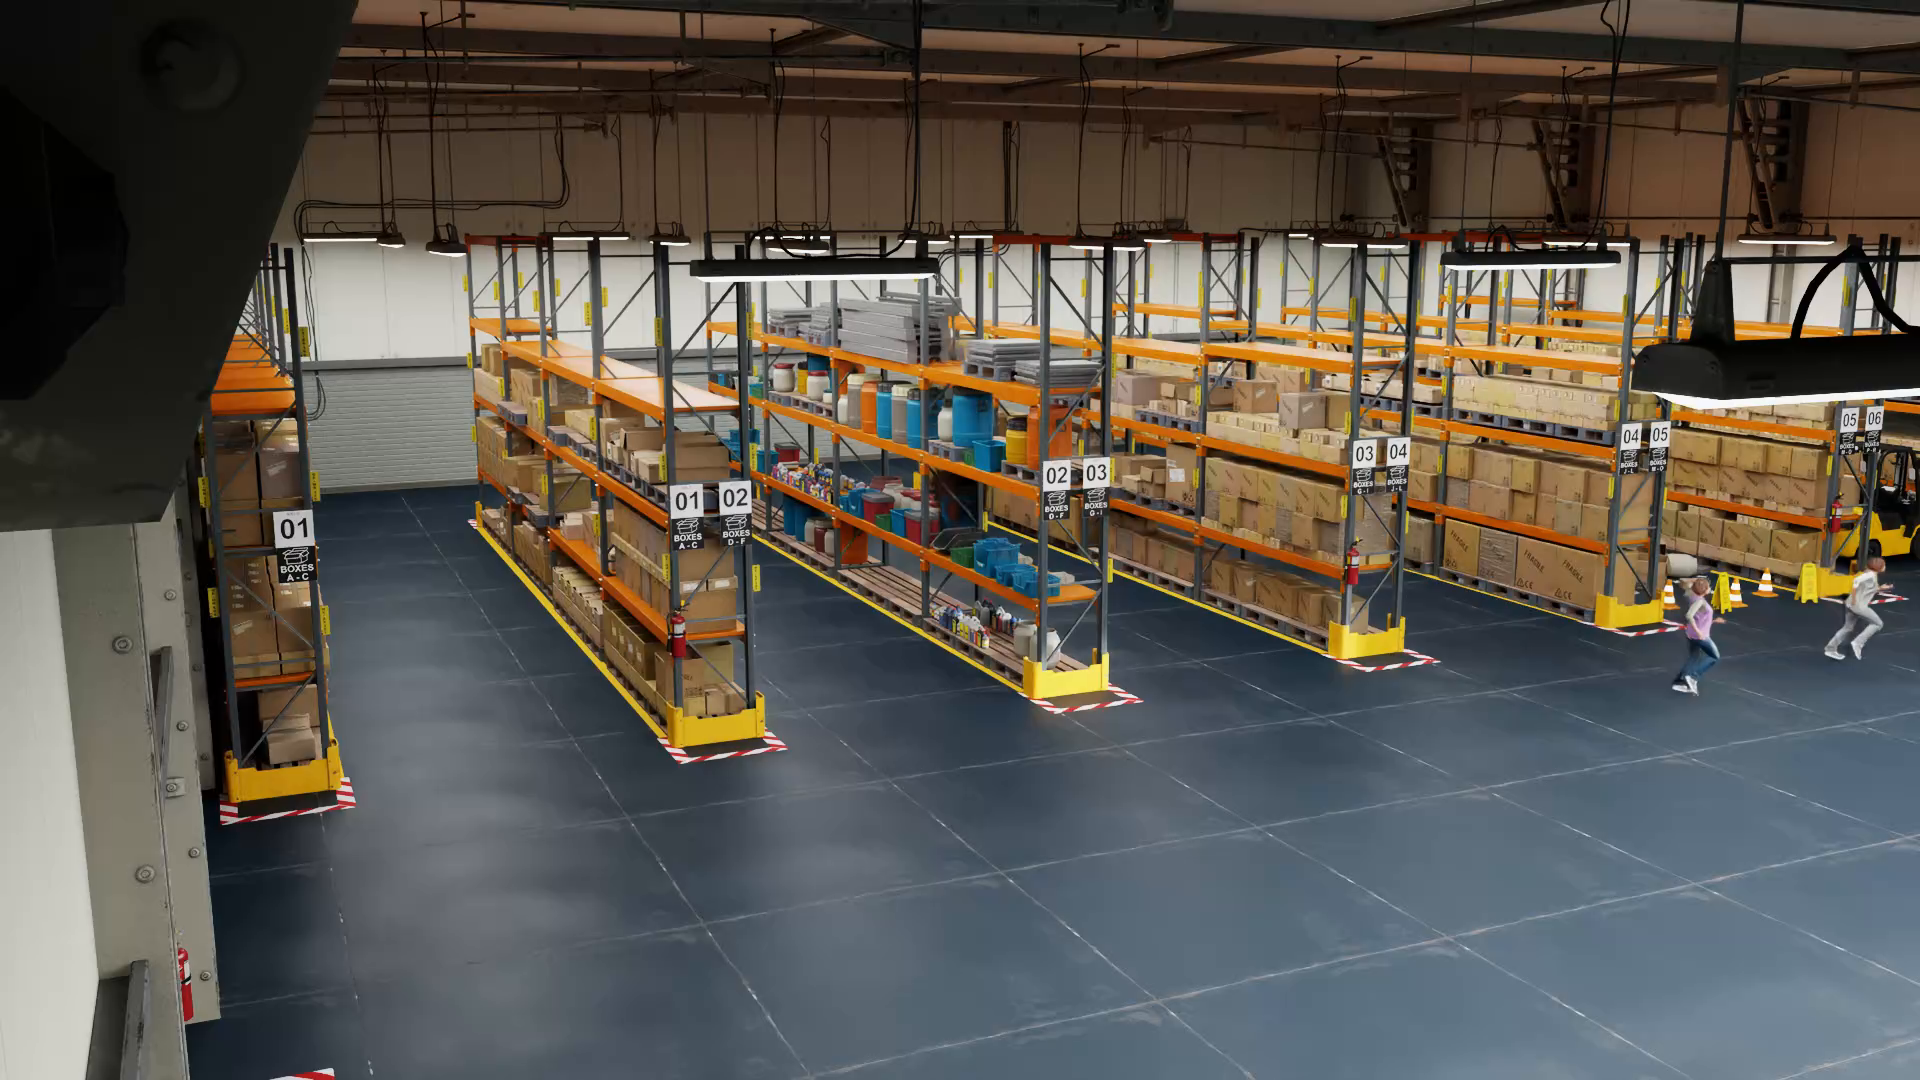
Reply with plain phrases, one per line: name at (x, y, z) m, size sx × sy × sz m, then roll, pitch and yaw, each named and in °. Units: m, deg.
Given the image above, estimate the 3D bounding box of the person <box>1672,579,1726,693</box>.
person at (9.913, 1.294, 22.255) m, size 0.621 × 1.565 × 0.517 m, roll 2°, pitch 11°, yaw 9°

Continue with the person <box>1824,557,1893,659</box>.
person at (12.942, 0.985, 23.915) m, size 0.823 × 1.523 × 0.526 m, roll 2°, pitch 11°, yaw 12°
